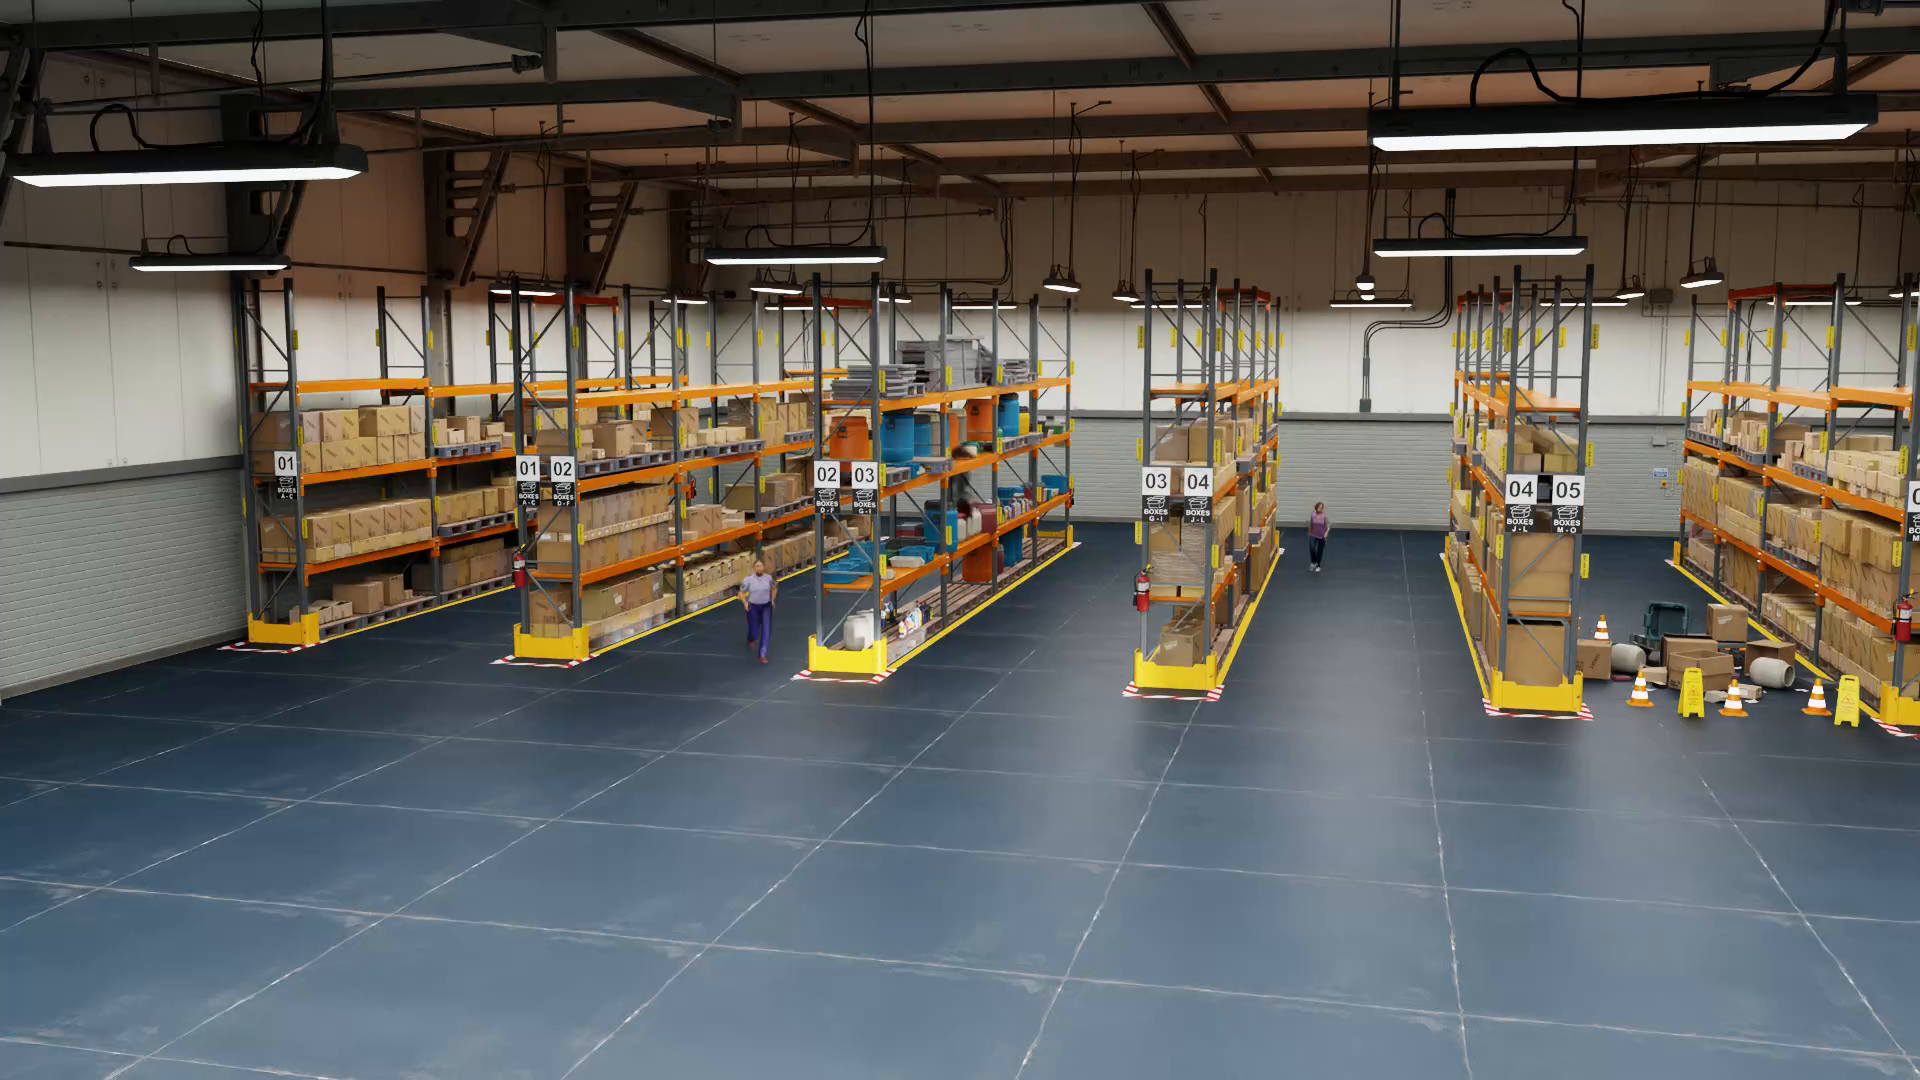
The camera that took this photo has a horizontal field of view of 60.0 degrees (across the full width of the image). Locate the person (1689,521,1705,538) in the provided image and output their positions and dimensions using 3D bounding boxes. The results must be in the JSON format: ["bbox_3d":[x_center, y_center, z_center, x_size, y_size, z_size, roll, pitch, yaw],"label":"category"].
[{"bbox_3d":[17.178,-0.389,38.495,0.722,1.597,0.561,0,7,-4],"label":"person"}]

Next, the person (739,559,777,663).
[{"bbox_3d":[-3.162,1.097,26.114,0.618,1.612,0.719,-2,7,-17],"label":"person"}]

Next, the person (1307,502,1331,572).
[{"bbox_3d":[7.719,-0.060,35.783,0.519,1.543,0.761,2,7,16],"label":"person"}]
